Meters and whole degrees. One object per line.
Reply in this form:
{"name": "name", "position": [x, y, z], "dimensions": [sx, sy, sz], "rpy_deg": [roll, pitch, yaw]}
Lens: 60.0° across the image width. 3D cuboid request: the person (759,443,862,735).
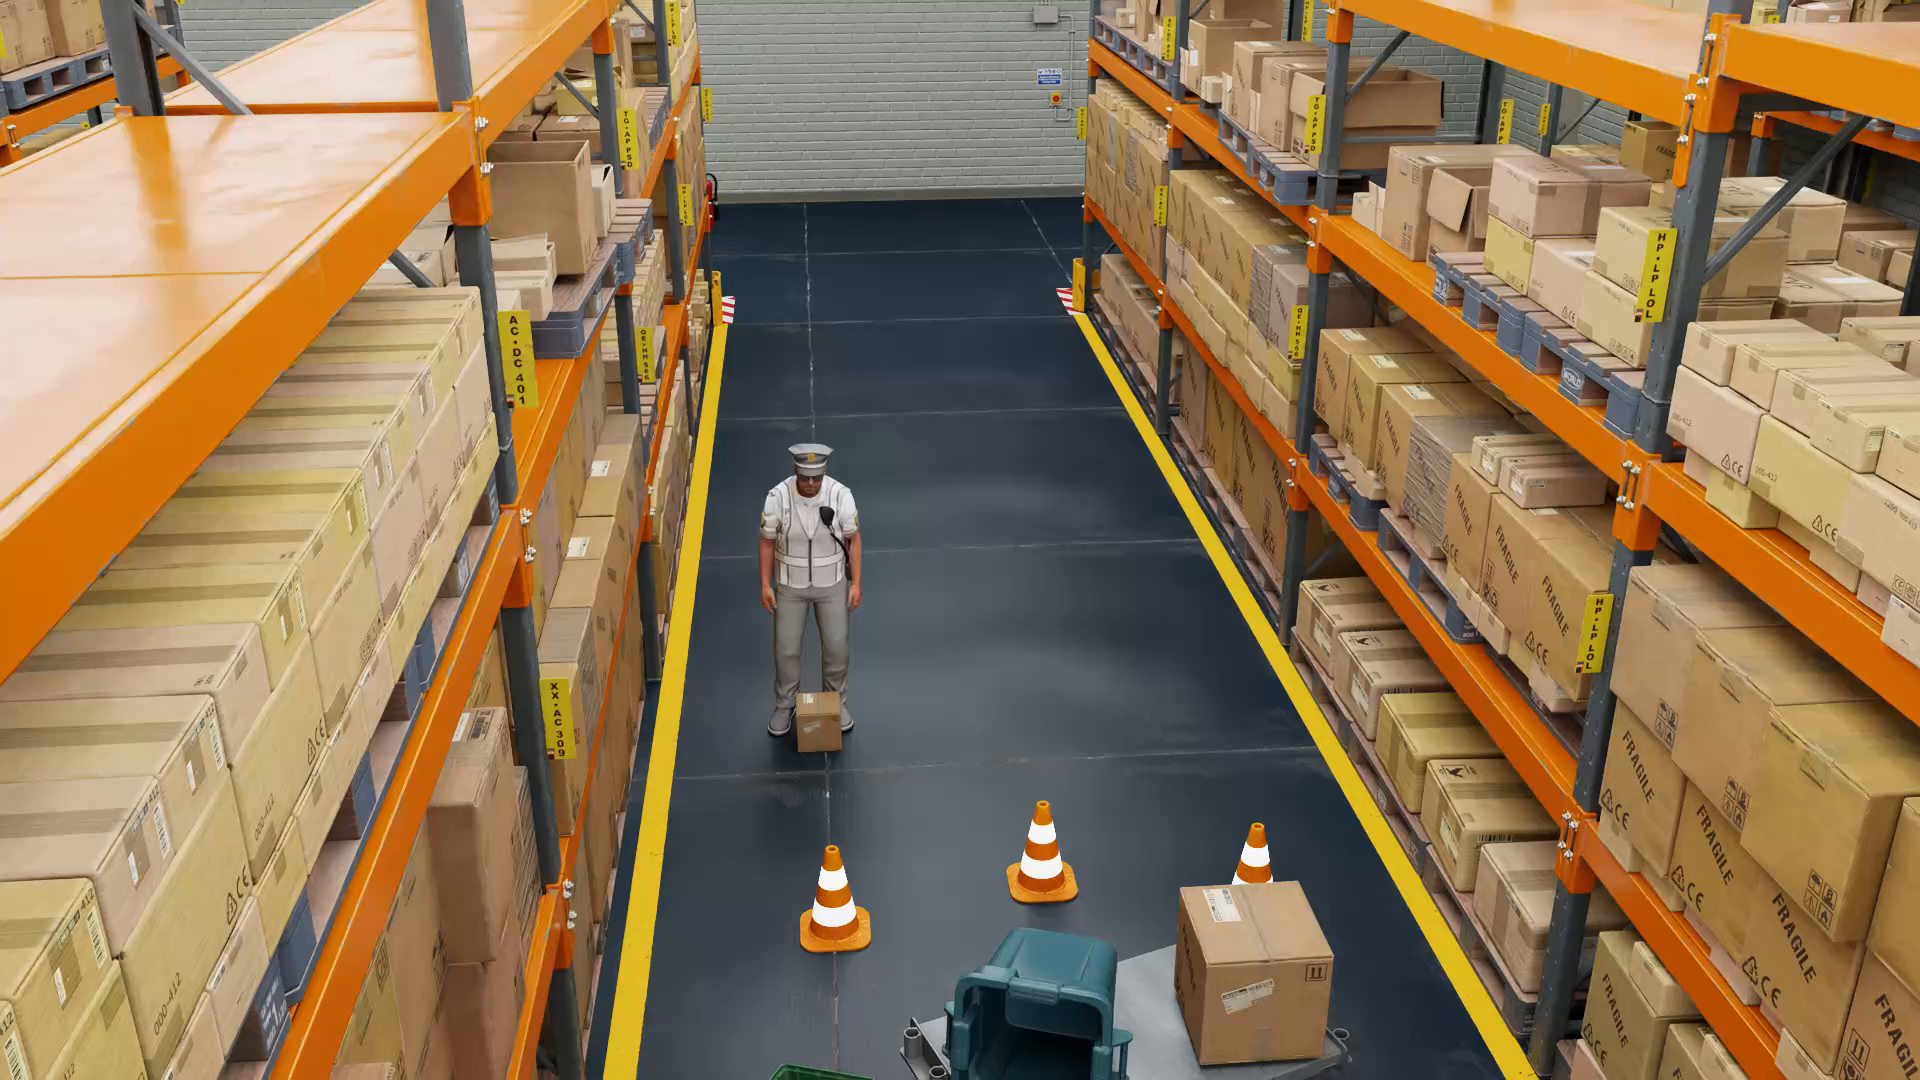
{"name": "person", "position": [-0.851, 0.250, 9.515], "dimensions": [0.587, 1.748, 0.437], "rpy_deg": [-2, 24, -5]}
